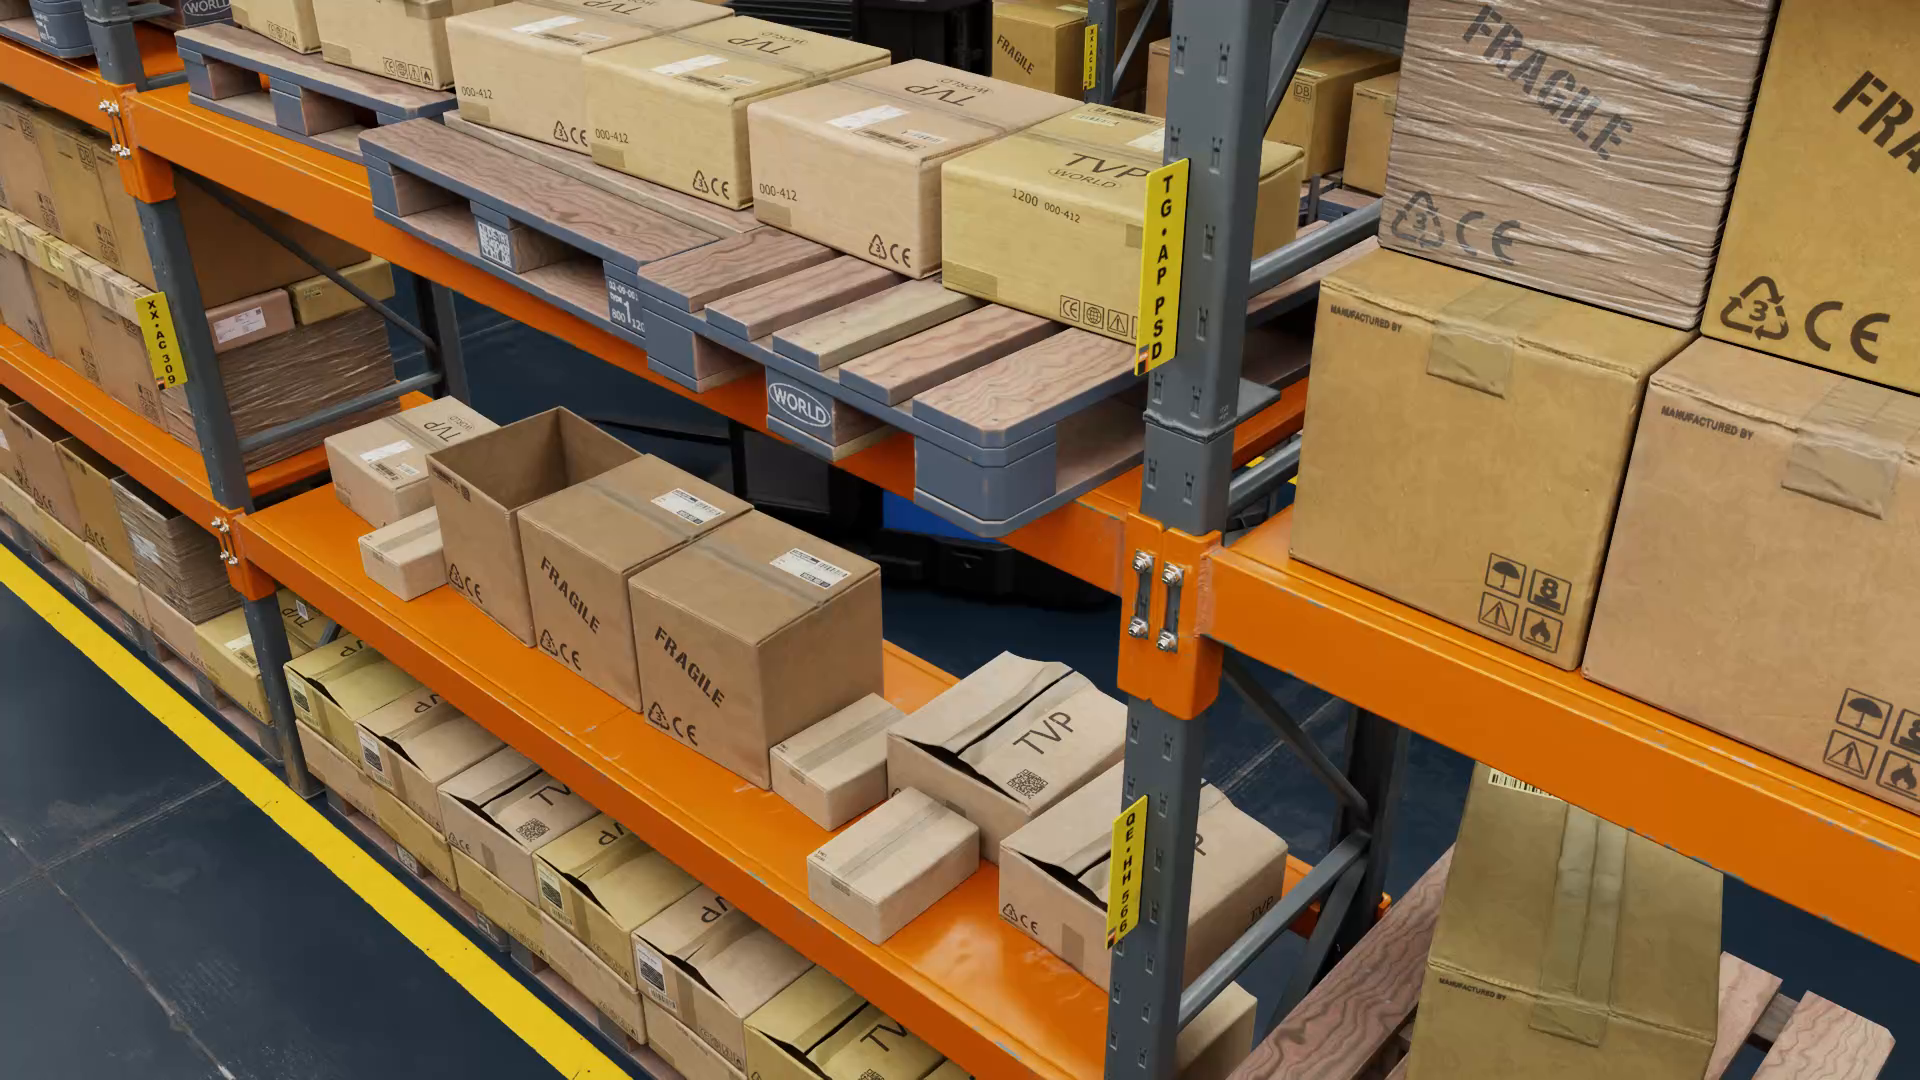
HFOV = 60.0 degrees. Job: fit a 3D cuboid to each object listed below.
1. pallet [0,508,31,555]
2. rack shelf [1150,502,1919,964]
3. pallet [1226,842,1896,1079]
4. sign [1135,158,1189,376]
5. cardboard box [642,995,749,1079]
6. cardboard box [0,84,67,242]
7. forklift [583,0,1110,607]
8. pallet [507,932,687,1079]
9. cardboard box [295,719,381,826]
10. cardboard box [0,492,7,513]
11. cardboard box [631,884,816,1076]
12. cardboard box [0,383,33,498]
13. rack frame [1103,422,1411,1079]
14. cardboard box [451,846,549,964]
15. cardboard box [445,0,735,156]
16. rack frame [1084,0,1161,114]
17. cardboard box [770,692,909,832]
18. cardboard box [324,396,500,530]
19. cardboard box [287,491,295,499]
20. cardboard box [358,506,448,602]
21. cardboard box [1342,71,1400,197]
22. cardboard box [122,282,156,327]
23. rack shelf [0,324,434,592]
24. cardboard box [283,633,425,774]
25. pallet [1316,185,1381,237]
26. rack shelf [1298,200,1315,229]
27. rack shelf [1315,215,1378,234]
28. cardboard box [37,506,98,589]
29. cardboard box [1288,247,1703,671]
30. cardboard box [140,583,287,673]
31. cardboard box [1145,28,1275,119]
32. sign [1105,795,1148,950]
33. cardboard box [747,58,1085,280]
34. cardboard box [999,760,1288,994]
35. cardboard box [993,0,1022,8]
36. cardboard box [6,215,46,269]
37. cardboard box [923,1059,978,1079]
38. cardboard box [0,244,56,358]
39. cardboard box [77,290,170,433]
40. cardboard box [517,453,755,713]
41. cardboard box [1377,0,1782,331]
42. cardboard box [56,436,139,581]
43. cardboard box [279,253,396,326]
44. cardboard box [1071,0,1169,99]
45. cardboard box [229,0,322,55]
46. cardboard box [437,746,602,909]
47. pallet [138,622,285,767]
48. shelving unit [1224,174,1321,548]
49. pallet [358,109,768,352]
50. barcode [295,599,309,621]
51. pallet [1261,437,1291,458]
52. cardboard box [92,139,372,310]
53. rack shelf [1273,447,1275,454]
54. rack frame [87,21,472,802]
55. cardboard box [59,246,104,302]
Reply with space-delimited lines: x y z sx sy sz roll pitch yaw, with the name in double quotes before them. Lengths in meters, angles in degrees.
"pallet" -4.650 -0.408 8.722 1.213 0.211 1.003 25 39 35
"rack shelf" 2.169 0.633 2.079 4.000 0.370 1.077 25 39 35
"pallet" 1.236 1.208 3.521 1.003 0.211 1.213 25 39 35
"sign" 0.308 -0.413 2.542 0.005 0.325 0.100 25 39 35
"cardboard box" -0.623 1.475 5.150 0.500 0.250 0.500 26 40 36
"cardboard box" -3.359 -1.564 6.585 0.500 0.500 0.700 25 39 35
"forklift" -0.647 -1.368 7.681 3.031 2.935 1.130 9 32 14
"pallet" -0.798 1.390 5.736 1.213 0.211 1.003 25 39 35
"cardboard box" -2.147 0.766 6.328 0.500 0.250 0.500 24 38 34
"cardboard box" -4.624 -0.410 8.282 0.500 0.250 0.500 25 39 35
"cardboard box" -0.630 1.236 5.004 0.500 0.311 0.500 25 39 35
"cardboard box" -4.246 -0.563 7.808 0.500 0.500 0.500 25 39 35
"rack frame" 0.686 0.918 3.817 0.127 3.000 1.000 25 39 35
"cardboard box" -1.383 1.122 5.737 0.500 0.250 0.500 24 38 34
"cardboard box" -0.903 -1.182 4.135 0.500 0.250 0.500 21 37 31
"rack frame" 1.042 -2.362 9.265 0.127 3.000 1.000 25 39 35
"cardboard box" -0.297 0.606 4.579 0.380 0.149 0.250 -26 40 -36
"cardboard box" -1.885 -0.248 5.900 0.500 0.250 0.500 -27 40 -37
"cardboard box" -2.789 -0.240 7.272 0.500 0.500 0.500 25 39 35
"cardboard box" -1.760 0.026 5.542 0.250 0.149 0.380 25 39 35
"cardboard box" 2.315 -1.992 8.127 0.700 0.500 0.500 -23 38 -33
"cardboard box" -2.807 -0.886 6.087 0.250 0.149 0.380 24 39 34
"rack shelf" -3.763 -0.850 7.452 4.000 0.370 1.077 25 39 35
"cardboard box" -2.140 0.530 6.177 0.500 0.311 0.500 25 39 35
"pallet" 2.512 -1.565 8.127 1.213 0.211 1.003 25 39 35
"rack shelf" 1.134 -1.214 6.887 0.431 0.518 0.480 -13 34 -21
"rack shelf" 2.524 -1.362 8.301 4.000 0.370 1.077 25 39 35
"cardboard box" -3.886 -0.062 7.704 0.500 0.250 0.500 25 39 35
"cardboard box" 1.032 -0.272 2.788 0.500 0.500 0.910 25 39 35
"cardboard box" -3.134 0.278 7.139 0.500 0.250 0.500 25 39 35
"cardboard box" 1.396 -2.404 8.812 0.500 0.500 0.700 25 39 35
"sign" 0.316 0.635 3.164 0.005 0.325 0.100 25 39 35
"cardboard box" -0.089 -0.793 3.489 0.500 0.250 0.500 26 40 36
"cardboard box" 0.446 0.814 4.077 0.500 0.311 0.500 -27 40 -37
"cardboard box" 0.110 -2.843 9.464 0.500 0.500 0.500 25 39 35
"cardboard box" -3.565 -1.239 6.675 0.250 0.149 0.380 26 40 36
"cardboard box" 0.132 1.589 4.418 0.500 0.311 0.500 26 40 36
"cardboard box" -3.758 -1.192 7.225 0.500 0.500 0.700 26 40 36
"cardboard box" -3.008 -0.840 6.641 0.500 0.500 0.700 25 39 35
"cardboard box" -0.959 0.118 5.048 0.500 0.500 0.500 25 39 35
"cardboard box" 1.005 -0.685 2.505 0.500 0.500 0.500 25 39 35
"cardboard box" -3.506 -0.216 7.232 0.500 0.500 0.500 25 39 35
"cardboard box" -2.349 -0.954 6.201 0.250 0.149 0.380 25 39 35
"cardboard box" 0.833 -2.870 9.508 0.500 0.500 0.500 24 38 34
"cardboard box" -1.829 -1.650 4.913 0.500 0.250 0.500 -25 39 -35
"cardboard box" -1.388 0.884 5.589 0.500 0.311 0.500 24 38 34
"pallet" -2.841 0.437 7.319 1.213 0.211 1.003 25 39 35
"shelving unit" 1.121 -0.629 7.245 0.431 2.100 0.503 -13 34 -21
"pallet" -0.708 -0.873 4.066 1.213 0.211 1.003 27 40 37
"barcode" -2.370 0.252 5.989 0.075 0.075 0.001 25 39 35
"pallet" 1.620 -0.898 9.538 1.213 0.211 1.003 25 39 35
"cardboard box" -2.613 -1.216 6.007 0.500 0.500 0.700 25 39 35
"rack shelf" 1.121 -0.617 7.252 0.431 0.518 0.480 -13 34 -21
"rack frame" -2.280 -0.466 6.116 0.127 3.000 1.000 25 39 35
"cardboard box" -3.198 -1.066 6.386 0.250 0.149 0.380 25 39 35
